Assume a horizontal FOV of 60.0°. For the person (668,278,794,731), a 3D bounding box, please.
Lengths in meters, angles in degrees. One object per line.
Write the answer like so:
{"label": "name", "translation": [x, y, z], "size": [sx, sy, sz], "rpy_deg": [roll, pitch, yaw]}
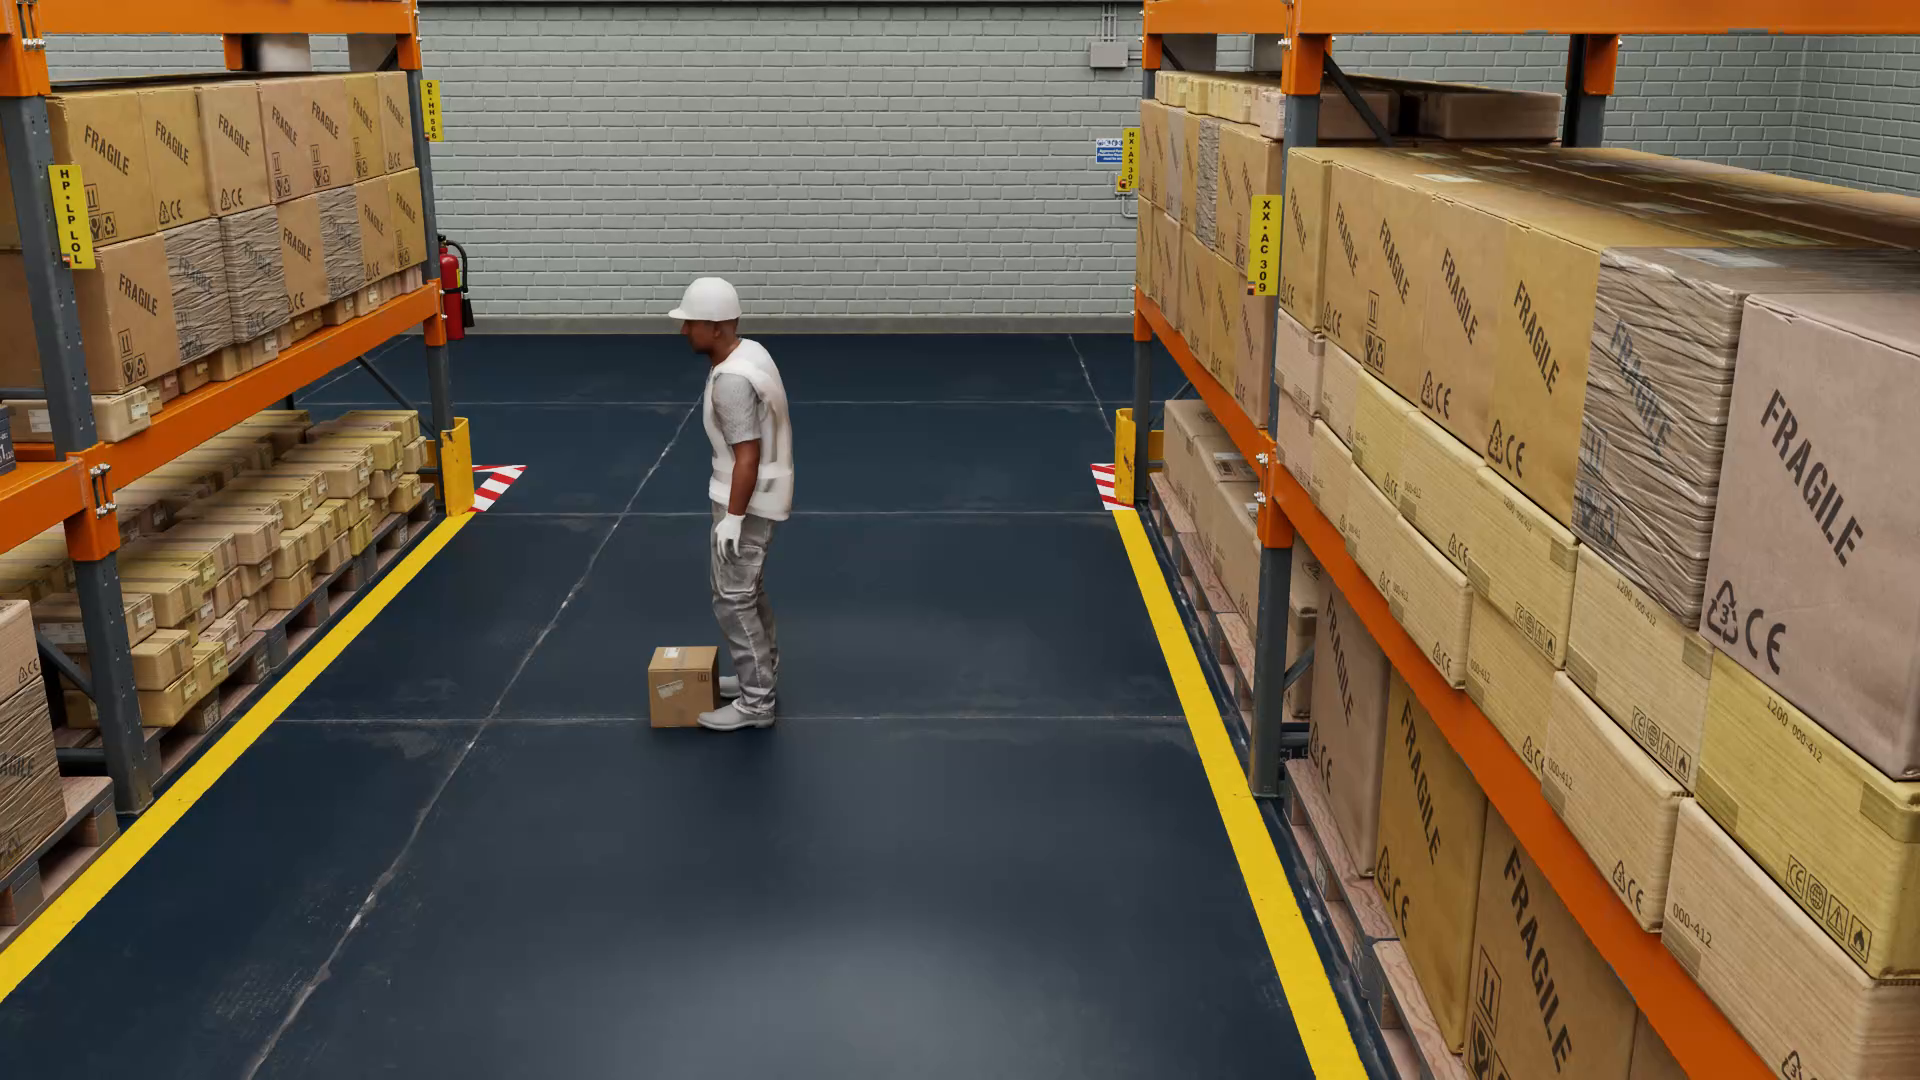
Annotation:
{"label": "person", "translation": [-0.870, -0.140, 6.485], "size": [0.449, 1.773, 0.620], "rpy_deg": [-1, 17, -4]}
